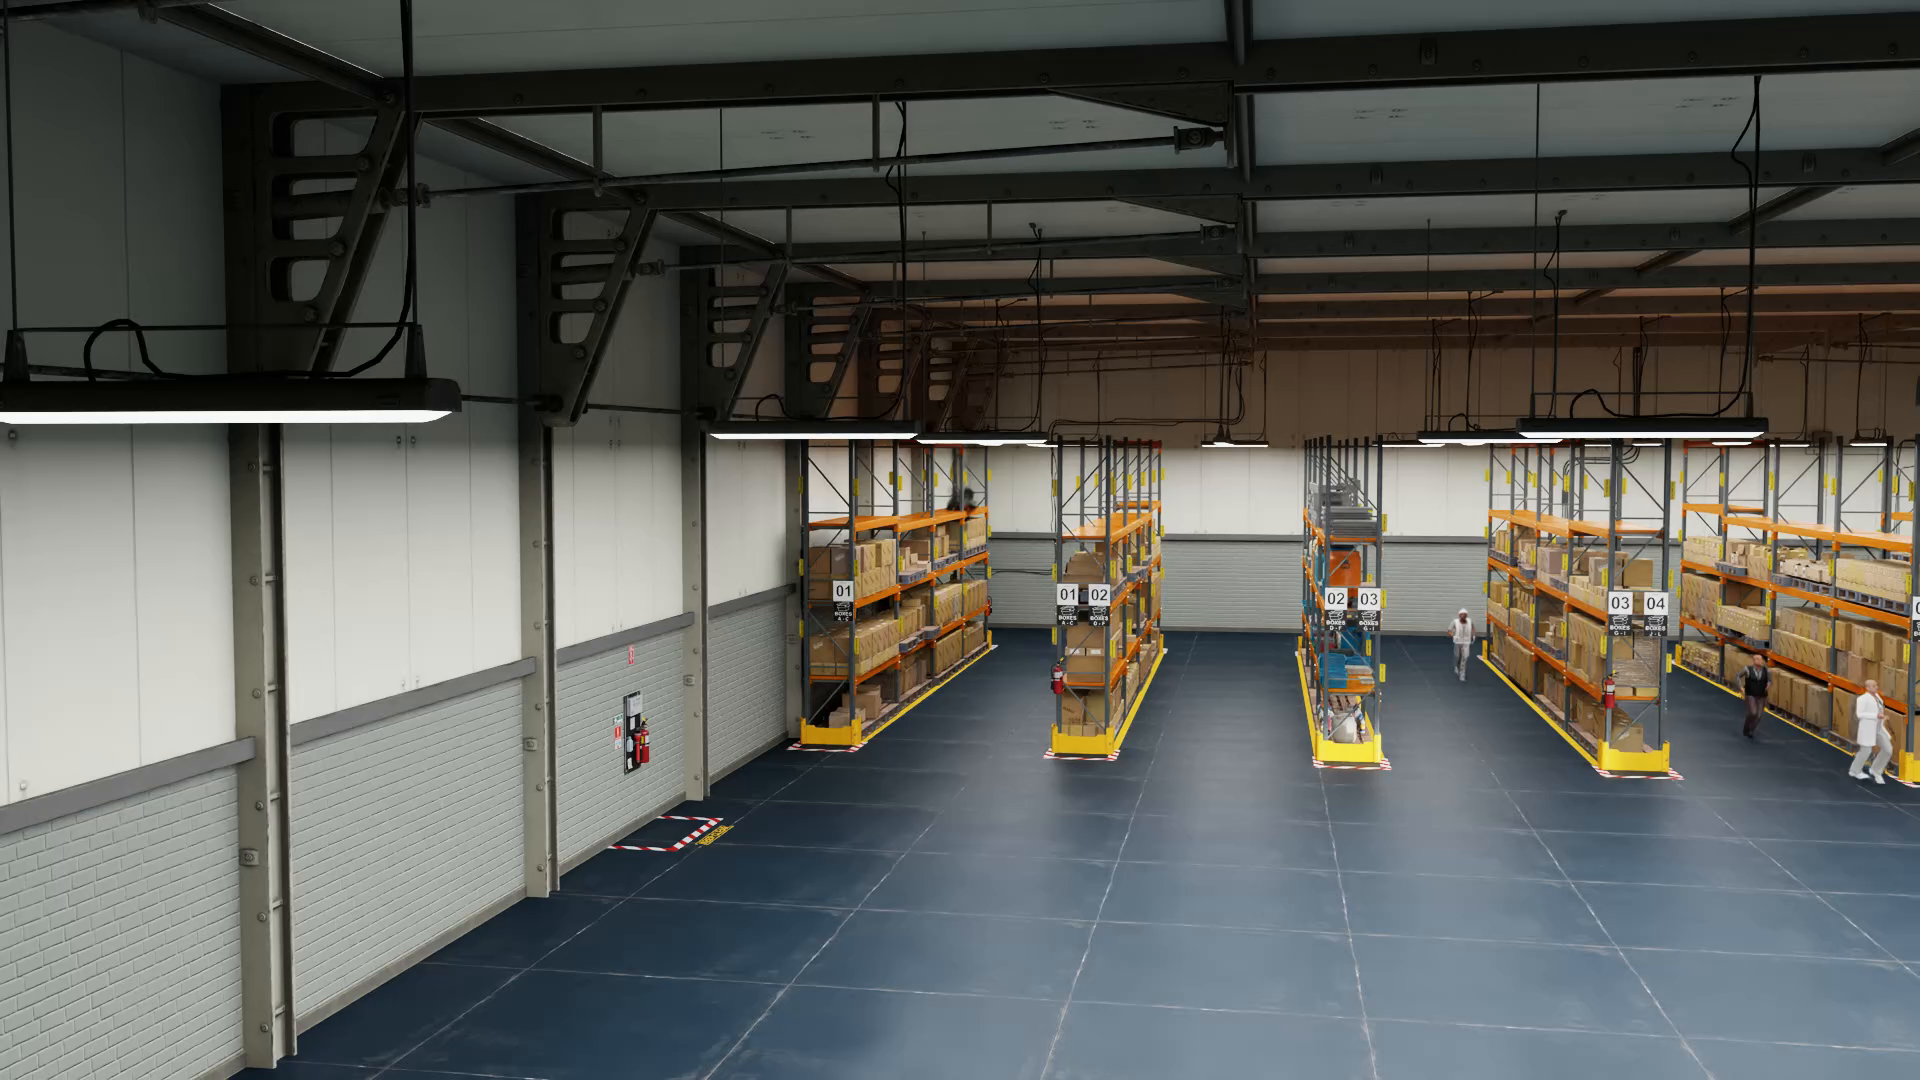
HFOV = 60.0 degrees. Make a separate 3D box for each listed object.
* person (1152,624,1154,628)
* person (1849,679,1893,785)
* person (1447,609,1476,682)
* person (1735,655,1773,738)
[{"bbox_3d":[5.429,2.243,48.296,0.626,1.734,0.702,2,4,31],"label":"person"},{"bbox_3d":[15.657,3.302,28.553,0.682,1.824,0.812,-1,3,-20],"label":"person"},{"bbox_3d":[12.516,2.591,41.492,0.707,1.772,1.027,0,3,7],"label":"person"},{"bbox_3d":[15.713,3.097,32.827,0.659,1.678,0.649,0,3,5],"label":"person"}]
